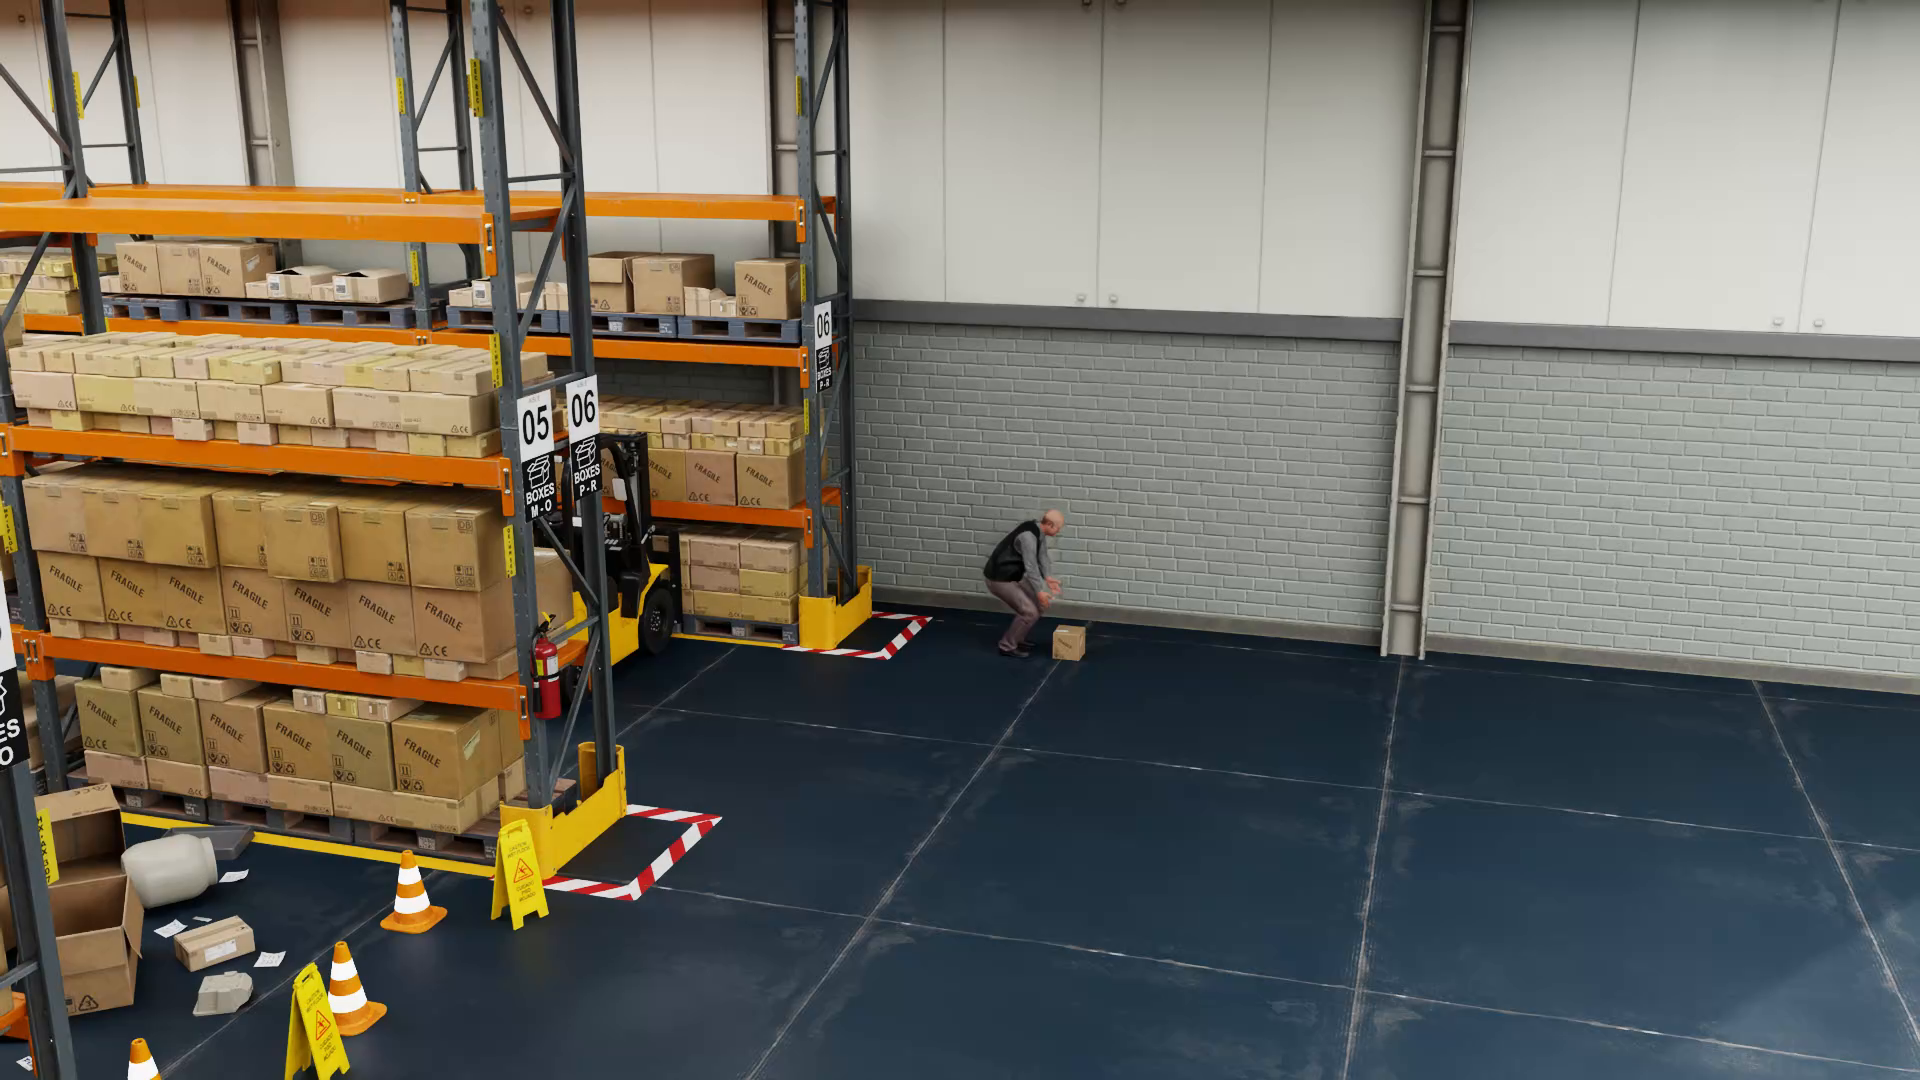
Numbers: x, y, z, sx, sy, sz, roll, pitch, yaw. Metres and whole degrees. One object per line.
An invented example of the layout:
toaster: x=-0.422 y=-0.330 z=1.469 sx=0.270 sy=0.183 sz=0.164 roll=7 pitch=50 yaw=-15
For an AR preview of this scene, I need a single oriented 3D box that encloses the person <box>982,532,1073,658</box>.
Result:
person: x=0.631 y=0.470 z=15.383 sx=0.815 sy=1.168 sz=0.573 roll=4 pitch=16 yaw=16
